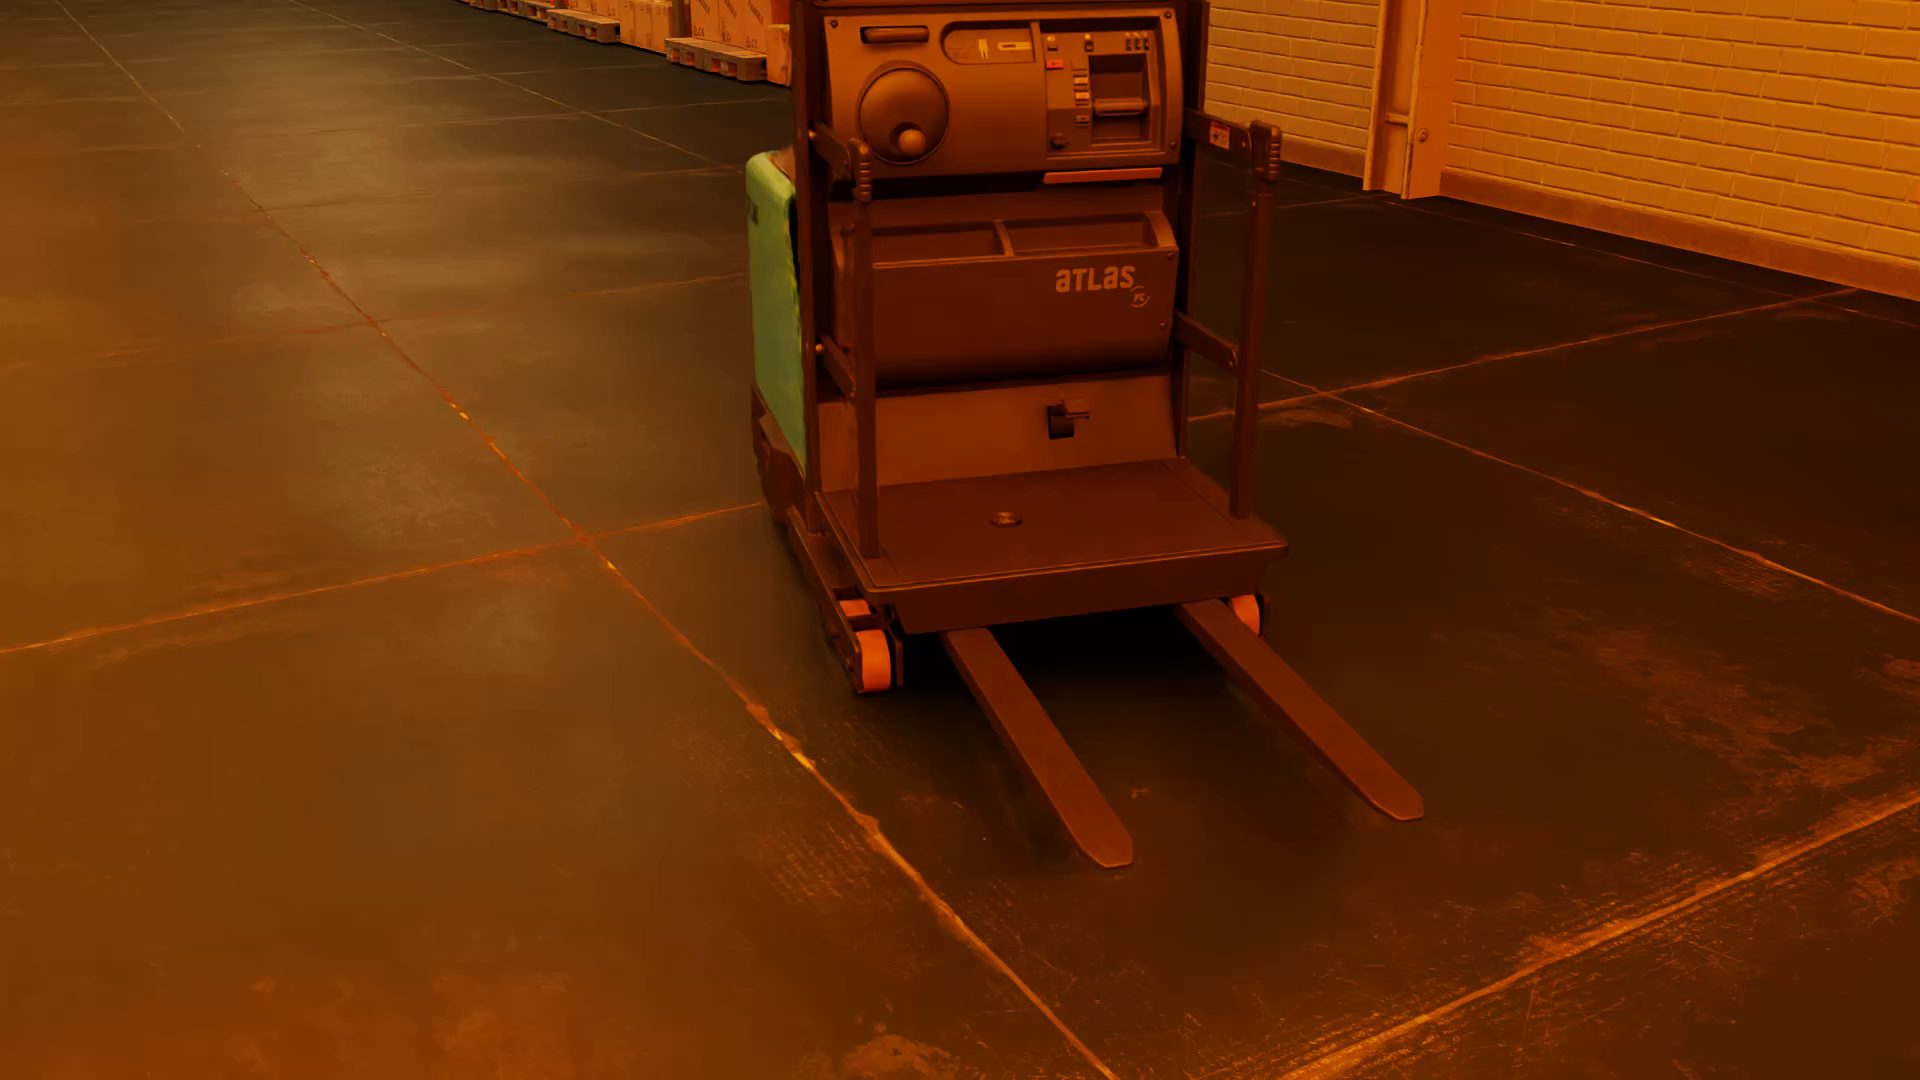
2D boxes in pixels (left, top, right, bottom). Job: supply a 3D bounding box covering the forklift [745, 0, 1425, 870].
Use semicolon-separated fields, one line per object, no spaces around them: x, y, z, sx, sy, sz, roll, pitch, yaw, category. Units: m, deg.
0.180;-1.132;4.032;1.130;2.935;3.031;-6;23;-14;forklift
